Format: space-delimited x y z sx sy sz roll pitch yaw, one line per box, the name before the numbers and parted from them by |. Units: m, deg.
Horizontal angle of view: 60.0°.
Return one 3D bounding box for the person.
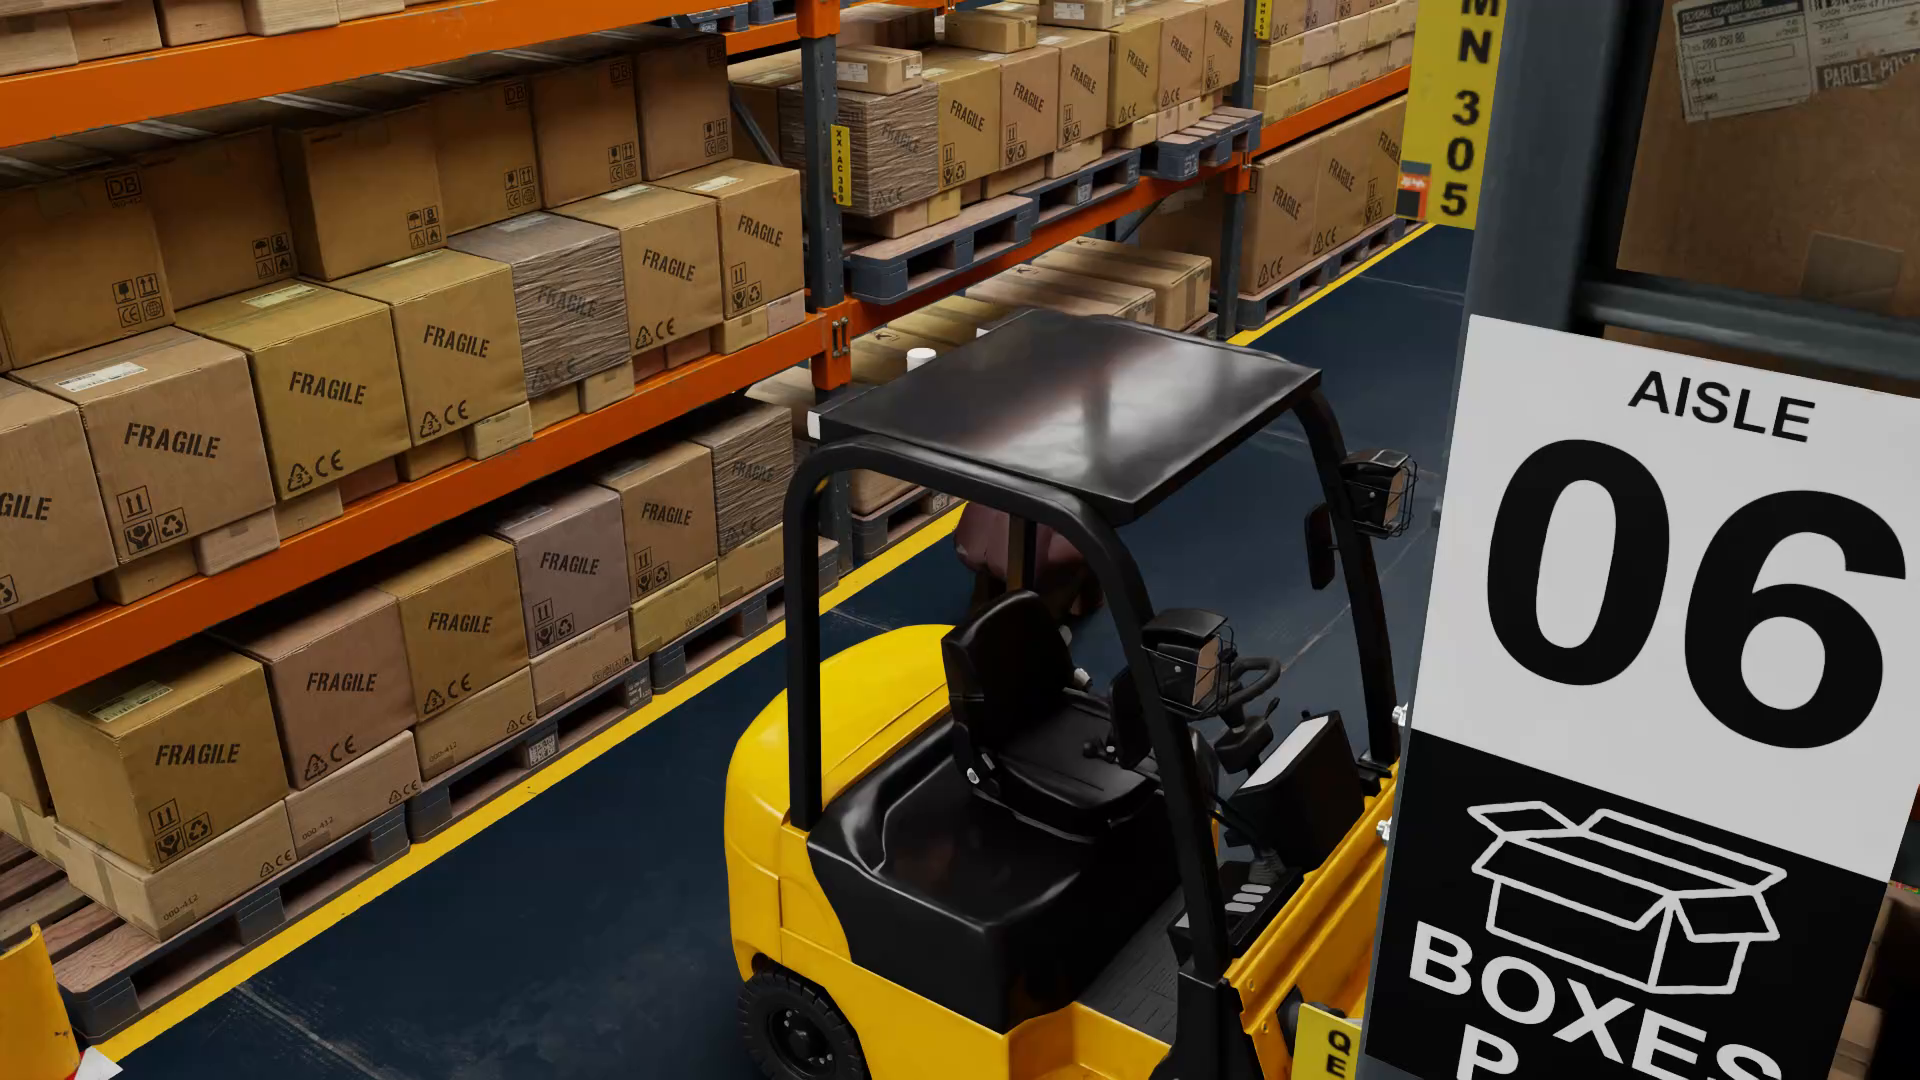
person | 0.322 0.043 7.142 0.581 0.836 0.951 14 30 26
